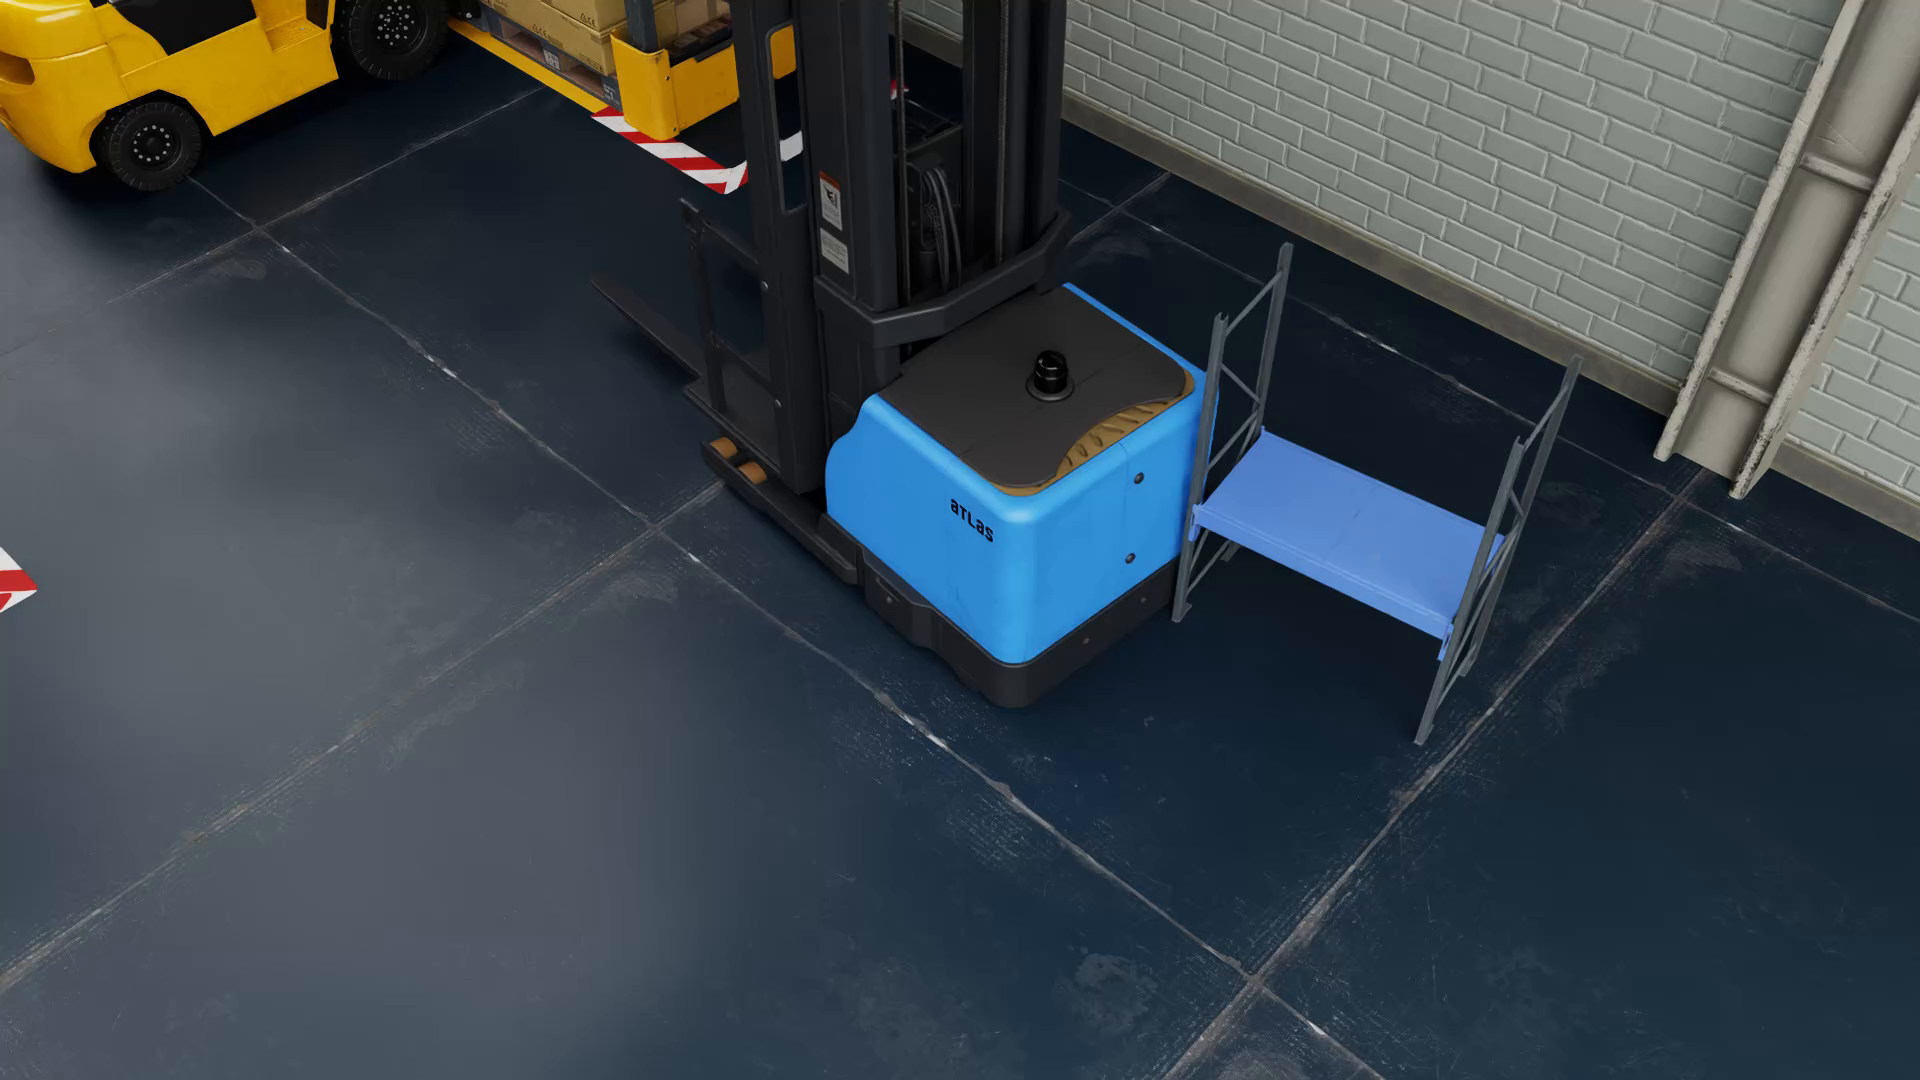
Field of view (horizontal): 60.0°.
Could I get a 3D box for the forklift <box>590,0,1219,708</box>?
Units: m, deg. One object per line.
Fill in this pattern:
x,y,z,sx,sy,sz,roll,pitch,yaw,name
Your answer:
-0.431,-1.386,6.041,1.130,2.935,3.031,-33,55,-27,forklift

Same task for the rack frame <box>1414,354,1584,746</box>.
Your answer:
1.808,0.081,5.645,0.032,1.500,0.500,27,52,23,rack frame

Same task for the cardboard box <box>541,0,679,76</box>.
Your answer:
-1.869,-2.775,8.896,0.500,0.250,0.500,34,56,28,cardboard box

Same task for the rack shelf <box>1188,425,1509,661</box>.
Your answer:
1.392,-0.008,5.976,1.000,0.185,0.538,27,52,23,rack shelf

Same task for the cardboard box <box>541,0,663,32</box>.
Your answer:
-1.879,-2.957,8.724,0.500,0.250,0.500,33,55,27,cardboard box

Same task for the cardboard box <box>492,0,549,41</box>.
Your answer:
-2.228,-3.026,9.132,0.500,0.250,0.500,34,55,28,cardboard box

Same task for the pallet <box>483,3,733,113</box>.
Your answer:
-1.900,-2.911,9.338,1.213,0.211,1.003,34,55,28,pallet

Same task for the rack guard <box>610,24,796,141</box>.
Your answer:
-1.292,-2.642,8.888,0.348,0.500,1.175,34,55,28,rack guard

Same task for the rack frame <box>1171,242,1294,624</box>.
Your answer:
0.976,-0.344,6.044,0.032,1.500,0.500,27,52,23,rack frame

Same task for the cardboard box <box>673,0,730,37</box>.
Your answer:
-1.538,-3.060,9.164,0.500,0.250,0.500,34,56,28,cardboard box

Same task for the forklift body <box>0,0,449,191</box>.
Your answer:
-3.940,-3.180,8.260,1.214,2.155,2.313,34,55,28,forklift body

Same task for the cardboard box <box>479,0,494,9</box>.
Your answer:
-2.590,-3.279,9.369,0.500,0.250,0.500,35,56,28,cardboard box

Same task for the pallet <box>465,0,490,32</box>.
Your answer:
-2.792,-3.514,9.905,1.213,0.211,1.003,34,55,28,pallet

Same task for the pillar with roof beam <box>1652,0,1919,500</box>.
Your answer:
0.279,-1.117,1.627,0.400,9.000,9.100,34,55,28,pillar with roof beam

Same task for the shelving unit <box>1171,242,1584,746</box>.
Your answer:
1.392,-0.131,5.844,1.048,1.500,0.538,27,52,23,shelving unit

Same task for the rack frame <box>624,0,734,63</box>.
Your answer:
-1.310,-3.510,7.988,0.127,3.000,1.000,34,55,28,rack frame
